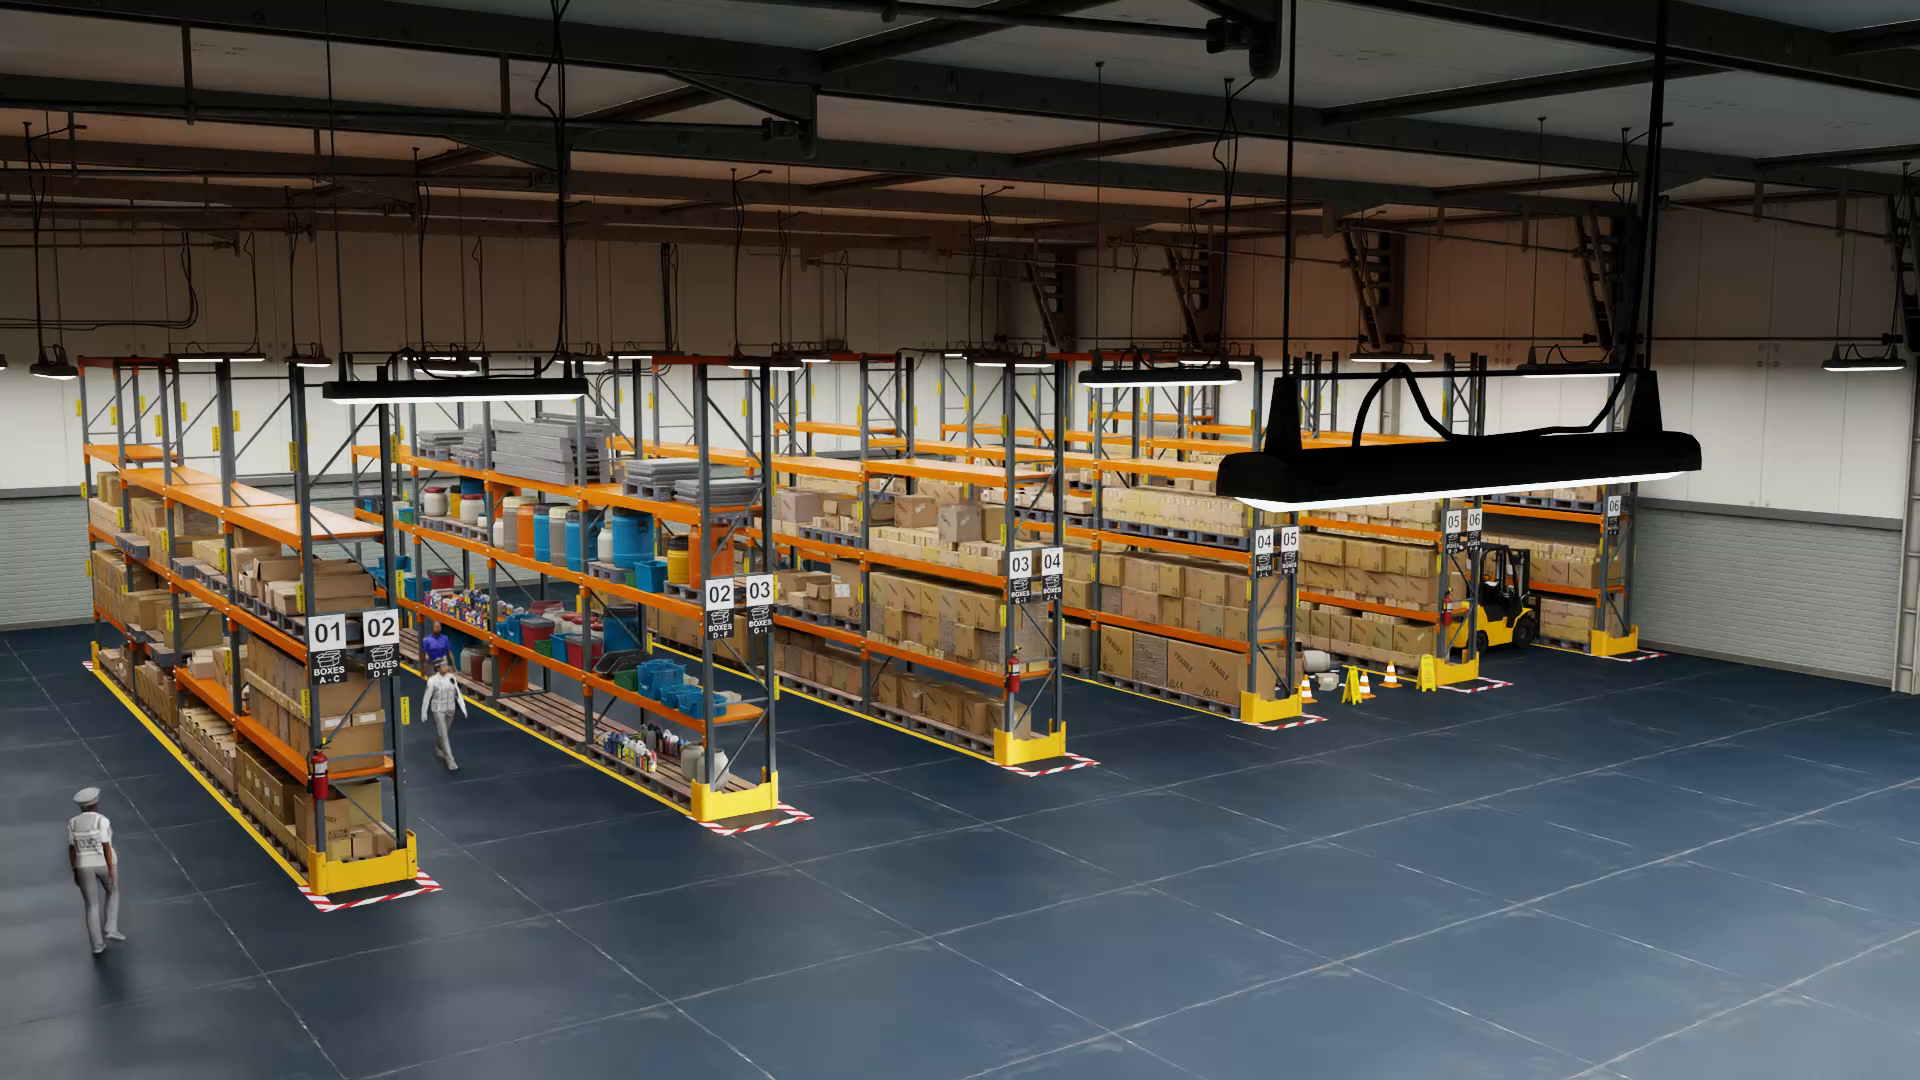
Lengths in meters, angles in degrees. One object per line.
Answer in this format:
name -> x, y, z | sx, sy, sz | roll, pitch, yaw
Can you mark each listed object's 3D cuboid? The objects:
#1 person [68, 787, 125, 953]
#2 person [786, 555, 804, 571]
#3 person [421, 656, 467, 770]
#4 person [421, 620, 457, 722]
person -> -8.958, 3.417, 17.221 | 0.467, 1.683, 0.519 | -3, 8, -23
person -> -4.222, 0.274, 42.750 | 0.610, 1.795, 0.471 | 5, 9, 37
person -> -7.646, 2.514, 24.650 | 0.570, 1.622, 1.051 | -7, 10, -43
person -> -8.721, 2.144, 27.827 | 0.552, 1.615, 0.969 | -3, 8, -26
